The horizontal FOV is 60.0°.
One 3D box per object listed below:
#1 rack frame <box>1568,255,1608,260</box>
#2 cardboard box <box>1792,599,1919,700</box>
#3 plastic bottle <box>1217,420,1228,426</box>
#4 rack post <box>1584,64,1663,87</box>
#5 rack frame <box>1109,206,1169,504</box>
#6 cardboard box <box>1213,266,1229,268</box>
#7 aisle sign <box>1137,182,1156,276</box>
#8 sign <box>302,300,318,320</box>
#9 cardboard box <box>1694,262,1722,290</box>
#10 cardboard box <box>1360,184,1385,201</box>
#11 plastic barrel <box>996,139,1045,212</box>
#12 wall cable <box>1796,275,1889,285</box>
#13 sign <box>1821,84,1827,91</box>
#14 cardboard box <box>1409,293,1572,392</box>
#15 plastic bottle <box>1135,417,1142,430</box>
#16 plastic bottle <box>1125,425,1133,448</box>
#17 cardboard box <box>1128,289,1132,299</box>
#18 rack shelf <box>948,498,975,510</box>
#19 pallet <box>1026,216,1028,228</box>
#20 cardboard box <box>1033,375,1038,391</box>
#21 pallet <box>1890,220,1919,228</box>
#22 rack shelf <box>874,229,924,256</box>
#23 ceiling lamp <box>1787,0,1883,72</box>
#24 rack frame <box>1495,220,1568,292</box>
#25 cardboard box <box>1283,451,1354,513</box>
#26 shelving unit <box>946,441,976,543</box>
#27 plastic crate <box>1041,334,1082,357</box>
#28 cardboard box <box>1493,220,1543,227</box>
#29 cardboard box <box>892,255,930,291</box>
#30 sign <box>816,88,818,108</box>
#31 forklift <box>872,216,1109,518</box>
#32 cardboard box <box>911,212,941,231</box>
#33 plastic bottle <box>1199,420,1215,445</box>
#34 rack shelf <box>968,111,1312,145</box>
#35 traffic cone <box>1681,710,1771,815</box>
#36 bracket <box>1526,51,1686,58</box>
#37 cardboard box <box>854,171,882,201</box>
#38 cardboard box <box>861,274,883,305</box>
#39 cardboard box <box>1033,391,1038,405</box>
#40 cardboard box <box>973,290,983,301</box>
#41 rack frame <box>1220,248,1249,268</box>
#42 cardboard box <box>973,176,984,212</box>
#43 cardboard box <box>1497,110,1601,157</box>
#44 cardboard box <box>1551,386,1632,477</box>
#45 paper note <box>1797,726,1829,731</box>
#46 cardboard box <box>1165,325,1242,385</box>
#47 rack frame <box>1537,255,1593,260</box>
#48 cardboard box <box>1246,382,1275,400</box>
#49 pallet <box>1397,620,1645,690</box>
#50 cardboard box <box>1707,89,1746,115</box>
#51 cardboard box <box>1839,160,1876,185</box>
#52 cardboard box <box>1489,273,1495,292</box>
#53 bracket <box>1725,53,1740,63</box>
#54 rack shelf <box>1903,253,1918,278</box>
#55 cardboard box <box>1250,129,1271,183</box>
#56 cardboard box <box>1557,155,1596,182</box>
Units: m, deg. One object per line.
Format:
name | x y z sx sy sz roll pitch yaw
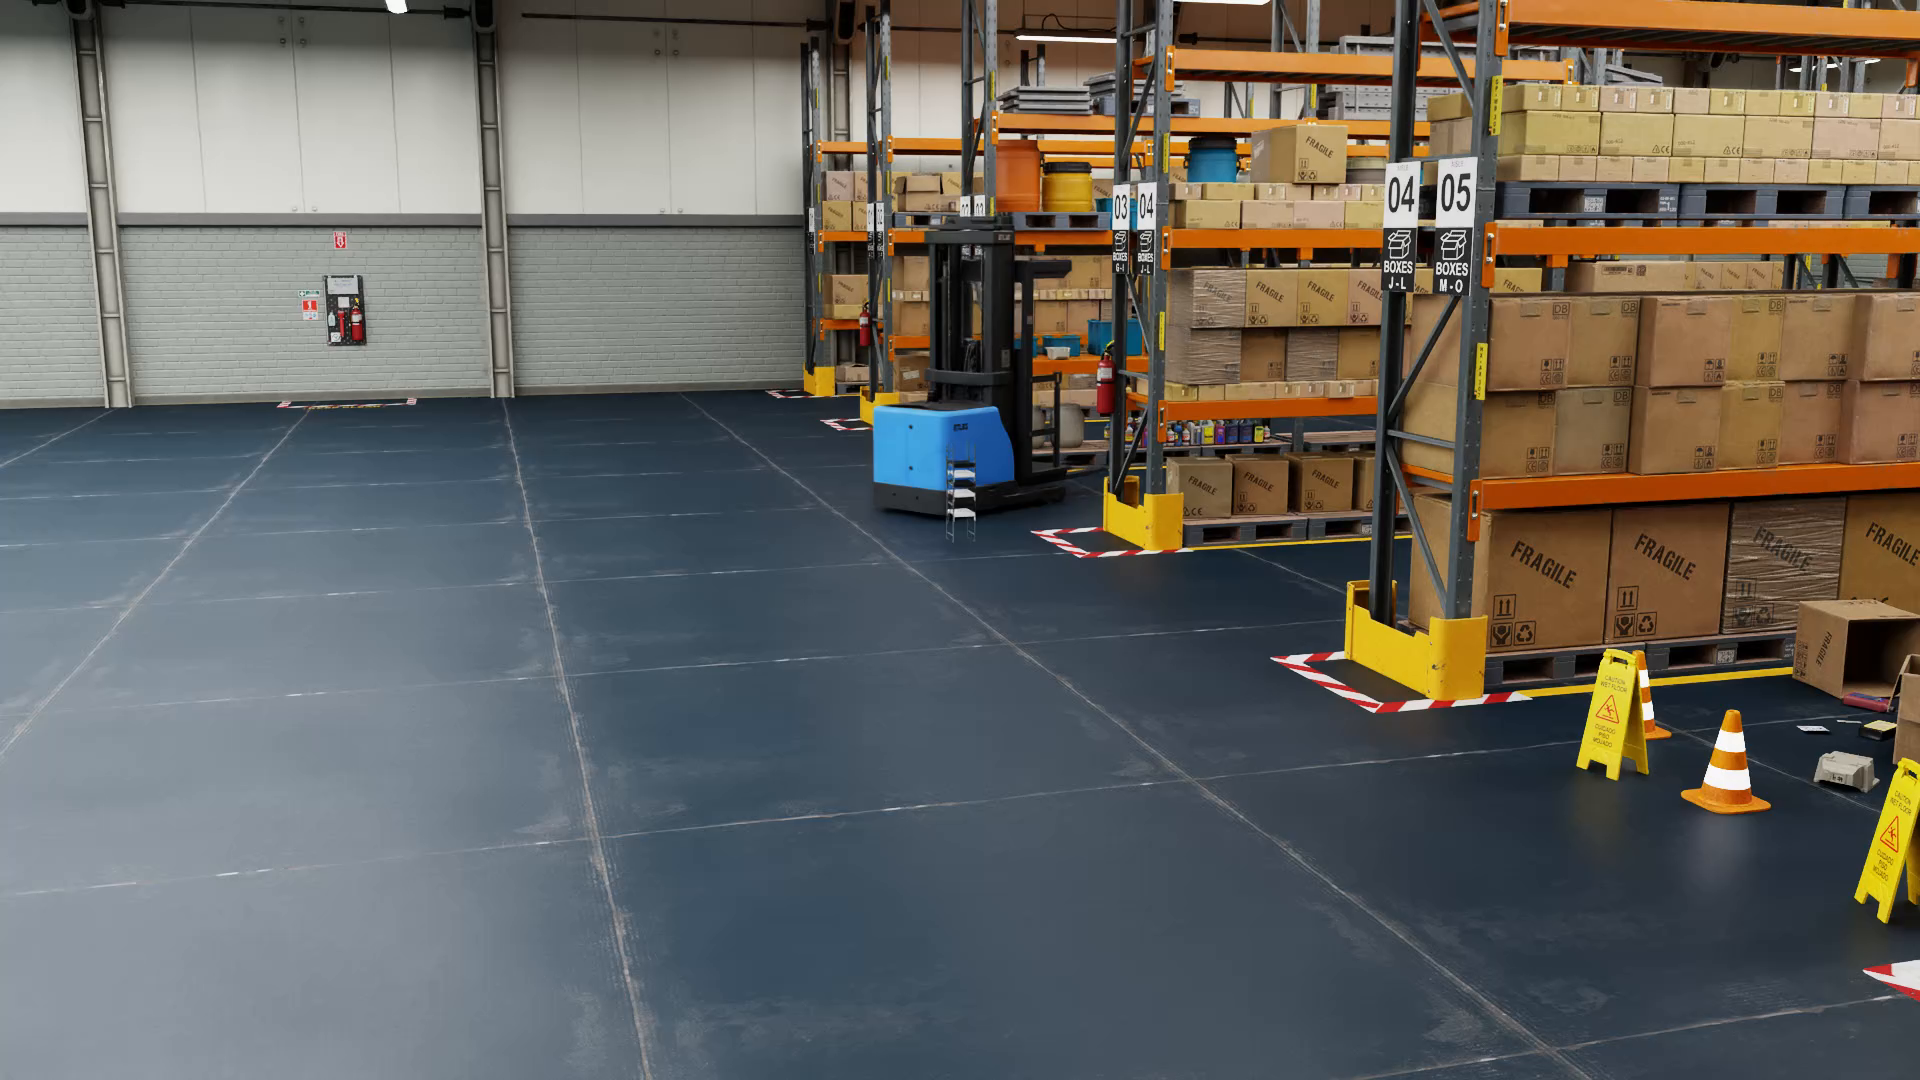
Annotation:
rack frame | 10.355 -3.812 27.671 0.127 3.000 1.000 -3 11 -16
cardboard box | 5.524 0.668 10.235 0.500 0.500 0.500 -1 10 -6
plastic bottle | 3.267 -1.355 20.631 0.135 0.276 0.152 -3 11 -16
rack post | 8.616 -6.009 21.609 0.986 0.289 0.624 -3 11 -16
rack frame | 1.598 -1.482 15.017 0.127 3.000 1.000 -3 11 -16
cardboard box | 4.803 -5.032 31.017 0.250 0.149 0.380 -5 11 -23
aisle sign | 1.623 -2.705 14.481 0.004 0.787 0.394 -3 11 -16
sign | -10.829 -3.837 27.707 0.234 0.329 0.001 -3 11 -16
cardboard box | 12.370 -4.406 27.861 0.500 0.500 0.500 -3 11 -14
cardboard box | 3.660 -3.150 15.102 0.250 0.149 0.380 -3 11 -18
plastic barrel | 0.645 -4.283 19.599 0.708 0.830 0.600 -3 11 -16
wall cable | 18.338 -6.523 34.402 0.112 2.526 3.097 -3 11 -16
sign | 14.331 -7.404 27.598 0.005 0.325 0.100 -3 11 -16
cardboard box | 3.255 -1.232 10.259 0.550 0.550 0.875 -3 11 -16
plastic bottle | 2.238 -1.404 20.901 0.135 0.276 0.152 -3 11 -18
plastic bottle | 2.042 -1.255 20.105 0.097 0.271 0.097 0 10 0
cardboard box | 2.472 -3.724 25.127 0.250 0.149 0.380 -3 11 -16
rack shelf | 0.008 -0.322 15.193 0.200 0.077 0.258 -3 11 -16
pallet | 0.693 -4.730 24.617 1.213 0.211 1.003 -3 11 -16
cardboard box | 0.851 -2.491 24.862 0.500 0.500 0.500 -3 11 -16
pallet | 9.883 -3.311 17.188 1.003 0.211 1.213 -2 11 -13
rack shelf | 0.753 -4.427 24.715 4.000 0.370 1.077 -3 11 -16
ceiling lamp | 16.090 -10.393 30.728 0.800 3.185 2.000 -3 11 -16
rack frame | 5.439 -1.685 16.116 0.127 3.000 1.000 -3 11 -16
cardboard box | 3.373 -0.553 15.712 0.500 0.500 0.500 -2 11 -11
shelving unit | 0.008 -0.443 15.171 0.210 0.900 0.258 -3 11 -16
plastic crate | 1.236 -2.379 20.300 0.408 0.251 0.499 -3 11 -16
cardboard box | 5.074 -3.018 15.486 0.500 0.250 0.500 -3 11 -14
cardboard box | -0.664 -3.916 24.376 0.500 0.500 0.700 -3 11 -16
sign | -2.404 -7.420 27.901 0.005 0.325 0.100 -3 11 -16
forklift | 0.460 -1.870 17.312 1.130 2.935 3.031 9 14 40
cardboard box | -0.633 -5.652 29.050 0.500 0.500 0.500 -2 11 -12
plastic bottle | 3.022 -1.351 20.402 0.185 0.351 0.144 -3 11 -16
rack shelf | 2.134 -4.844 19.802 4.000 0.370 1.077 -3 11 -16
traffic cone | 3.784 1.066 8.180 0.334 0.463 0.336 -3 11 -16
bracket | 12.368 -9.669 32.974 4.783 0.066 0.076 -3 11 -16
cardboard box | -1.622 -6.085 28.642 0.500 0.500 0.500 -3 11 -17
cardboard box | -1.536 -4.366 28.966 0.500 0.500 0.500 -3 11 -16
cardboard box | 0.851 -2.123 24.931 0.500 0.250 0.500 -3 11 -16
cardboard box | 0.261 -3.608 24.494 0.250 0.149 0.380 -3 11 -18
rack frame | 5.126 -4.470 31.248 0.127 3.000 1.000 -3 11 -16
cardboard box | 0.504 -5.041 24.239 0.500 0.500 0.500 -3 11 -16
cardboard box | 3.423 -2.398 9.864 0.500 0.250 0.500 -3 11 -16
cardboard box | 3.753 -0.747 10.608 0.550 0.550 0.875 -3 11 -16
paper note | 4.828 1.064 9.391 0.142 0.017 0.144 1 10 4
cardboard box | 2.134 -1.701 15.106 0.500 0.500 0.875 -3 11 -16
rack frame | 7.895 -2.748 21.893 0.127 3.000 1.000 -3 11 -16
cardboard box | 2.662 -1.367 15.086 0.250 0.149 0.380 -3 11 -16
pallet | 3.633 0.702 10.851 1.213 0.211 1.003 -3 11 -16
cardboard box | 4.518 -2.640 10.077 0.250 0.149 0.380 -3 11 -17
cardboard box | 5.493 -2.299 10.427 0.250 0.149 0.380 -3 11 -15
cardboard box | 4.604 -2.276 15.467 0.500 0.500 0.500 -3 11 -16
bracket | 15.655 -9.842 33.916 0.430 0.232 0.235 -3 11 -16
rack shelf | 8.648 -2.040 11.748 4.000 0.370 1.077 -3 11 -16
cardboard box | 3.016 -3.521 15.329 0.500 0.500 0.500 -3 11 -16
cardboard box | 3.551 -2.197 9.872 0.250 0.149 0.380 -3 11 -15
